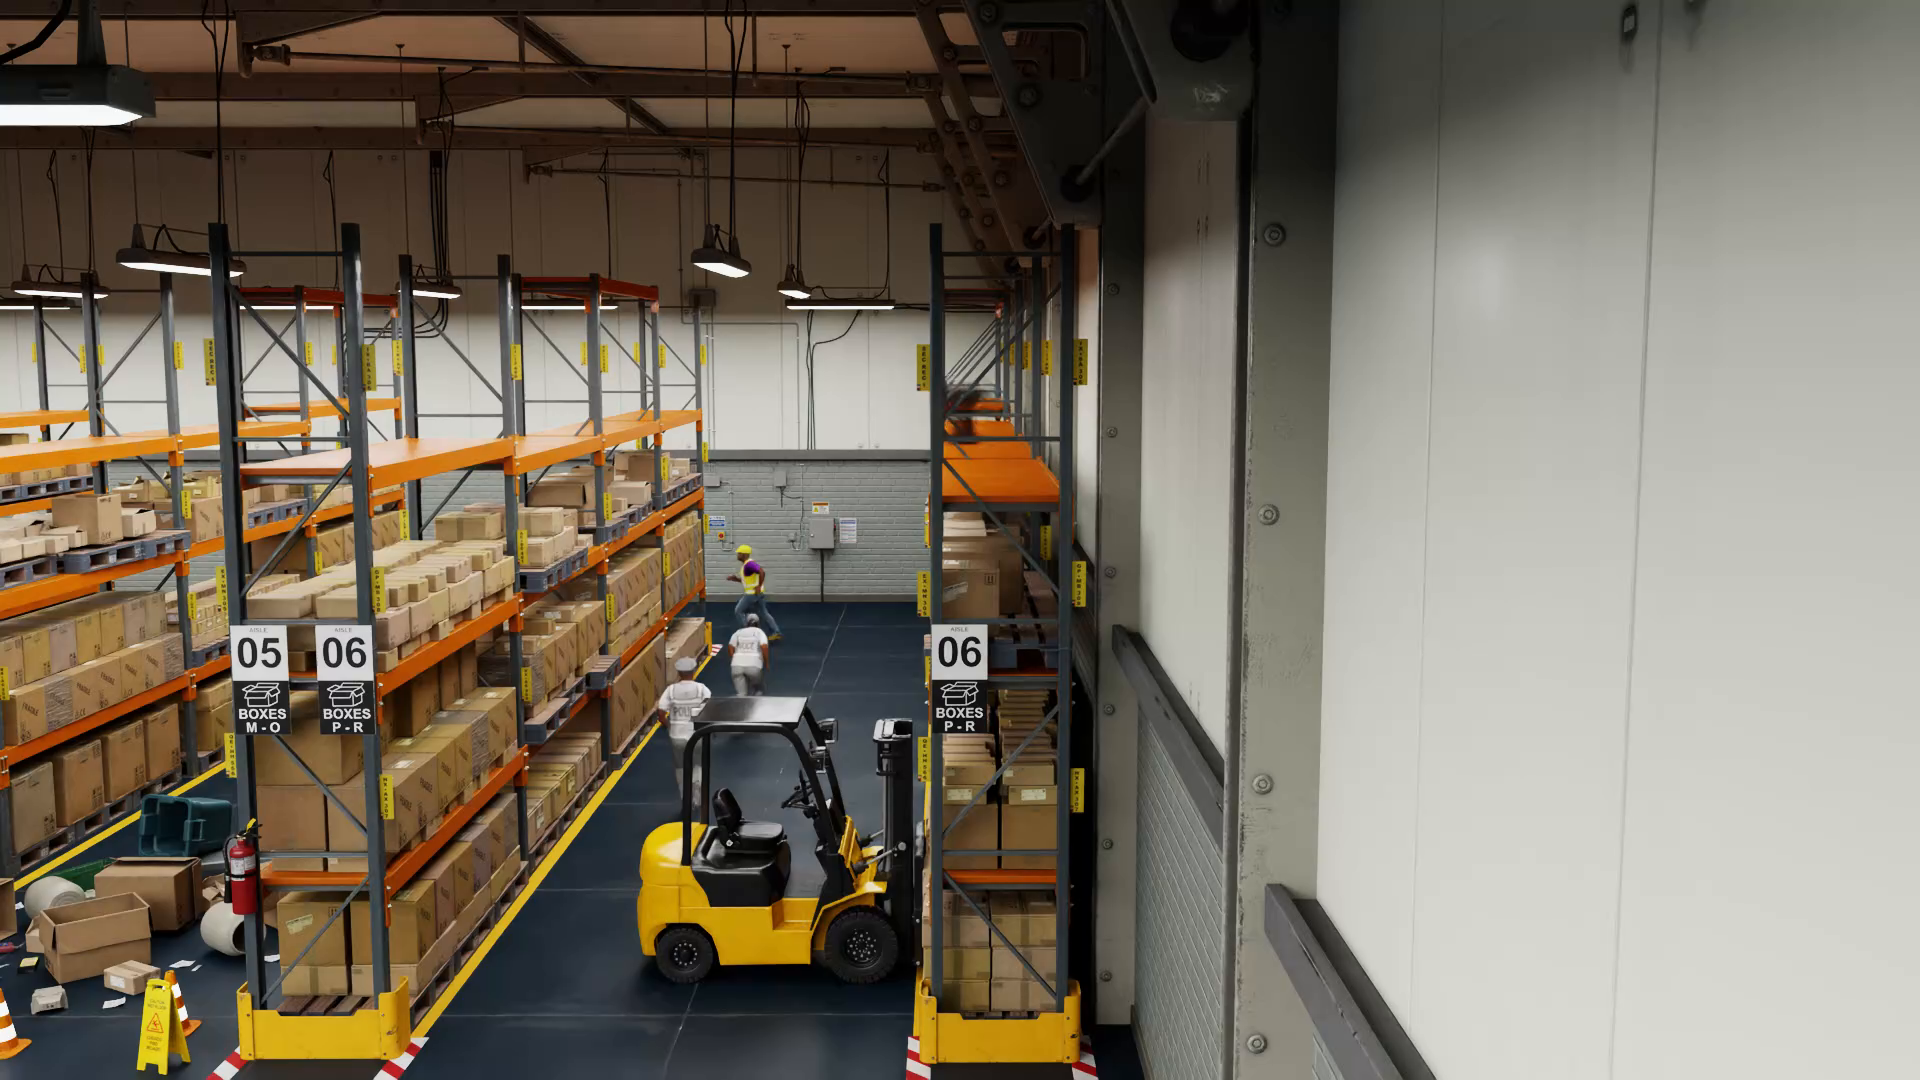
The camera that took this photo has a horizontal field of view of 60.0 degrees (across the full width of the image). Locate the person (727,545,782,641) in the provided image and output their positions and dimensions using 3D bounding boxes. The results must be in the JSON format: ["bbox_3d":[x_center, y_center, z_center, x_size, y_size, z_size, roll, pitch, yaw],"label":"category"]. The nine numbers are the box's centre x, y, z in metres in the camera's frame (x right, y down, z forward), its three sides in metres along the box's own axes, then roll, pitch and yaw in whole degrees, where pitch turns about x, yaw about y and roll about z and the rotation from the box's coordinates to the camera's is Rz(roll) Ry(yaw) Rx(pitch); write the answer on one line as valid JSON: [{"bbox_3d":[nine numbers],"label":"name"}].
[{"bbox_3d":[-3.583,0.941,28.866,0.968,1.710,0.643,0,7,4],"label":"person"}]

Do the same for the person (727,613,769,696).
[{"bbox_3d":[-2.906,1.800,22.554,0.611,1.515,1.057,1,7,11],"label":"person"}]

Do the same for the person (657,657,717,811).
[{"bbox_3d":[-3.021,2.180,18.436,0.651,1.738,0.642,-1,7,-6],"label":"person"}]
